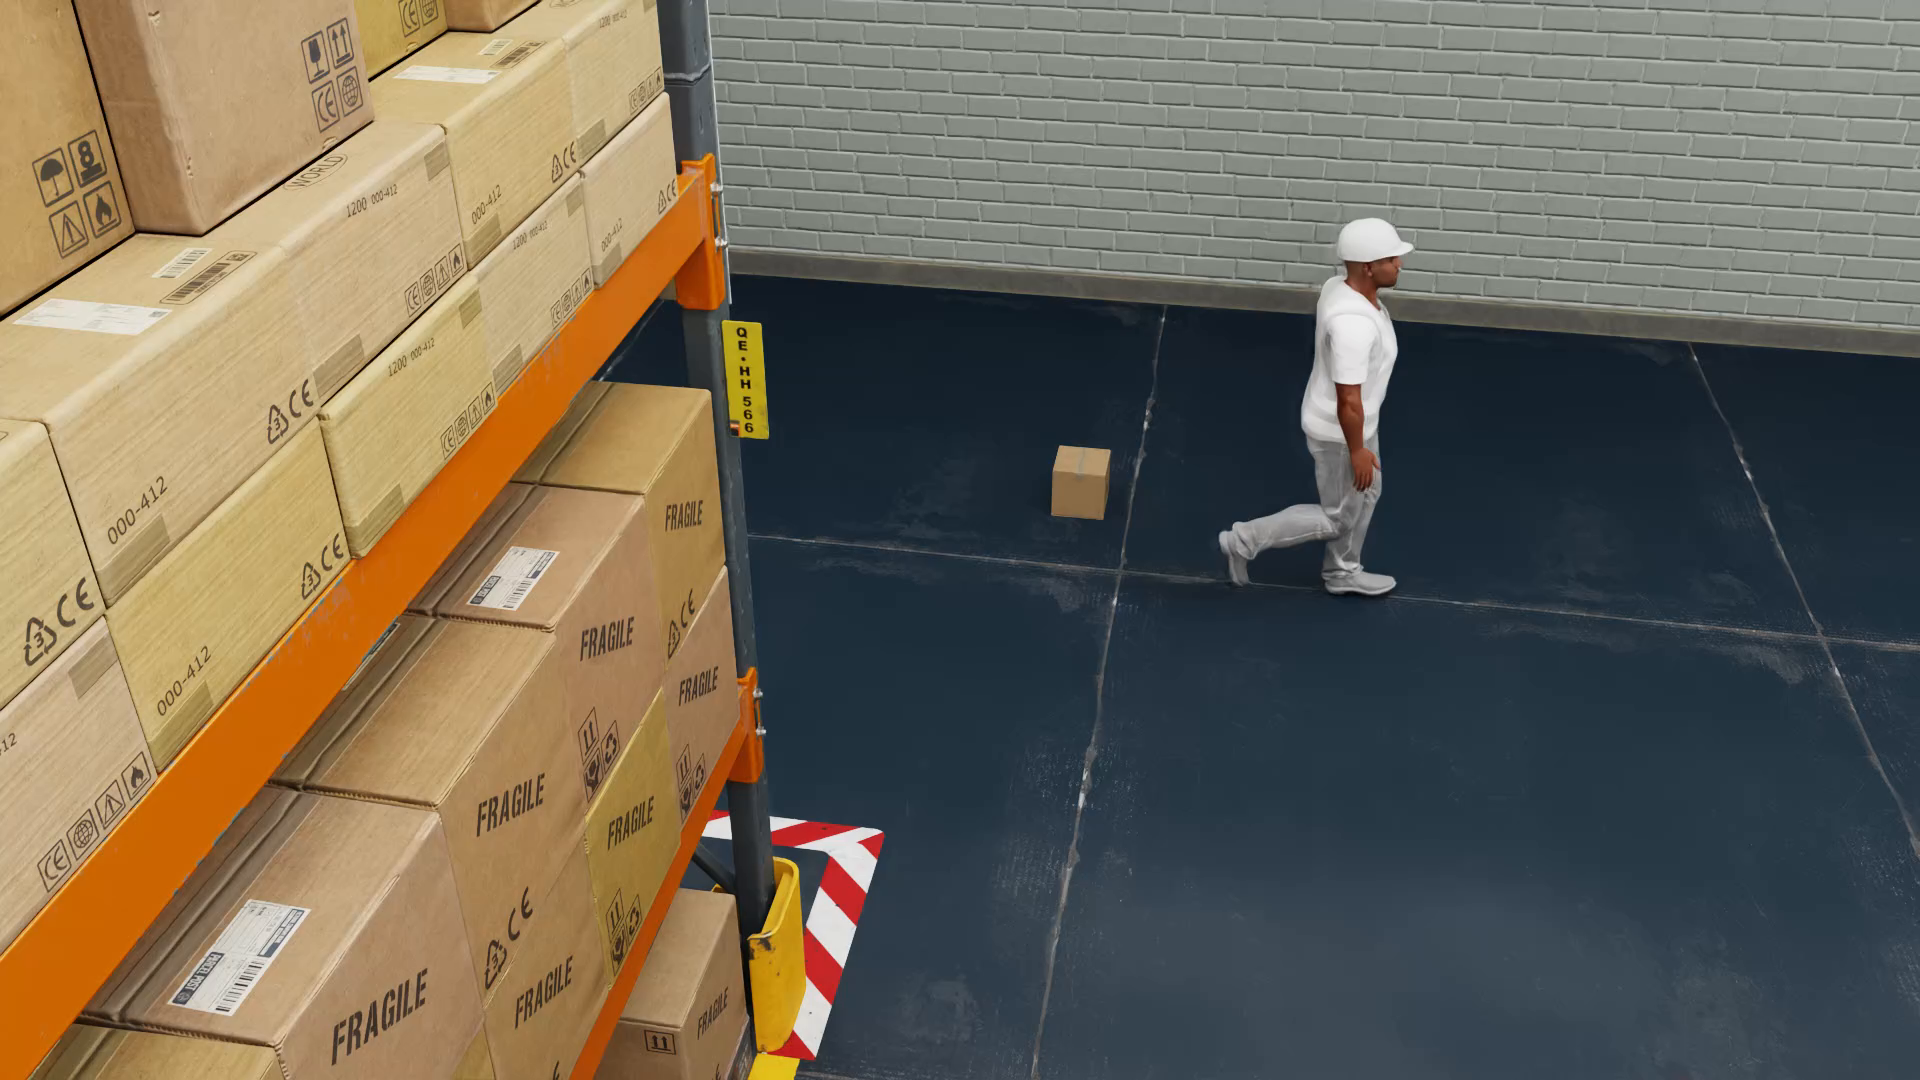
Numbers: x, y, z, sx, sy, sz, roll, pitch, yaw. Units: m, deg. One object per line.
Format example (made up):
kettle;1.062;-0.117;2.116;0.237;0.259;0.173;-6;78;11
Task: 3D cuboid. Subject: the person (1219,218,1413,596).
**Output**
person;1.524;-0.501;6.897;0.779;1.742;0.604;7;33;11
